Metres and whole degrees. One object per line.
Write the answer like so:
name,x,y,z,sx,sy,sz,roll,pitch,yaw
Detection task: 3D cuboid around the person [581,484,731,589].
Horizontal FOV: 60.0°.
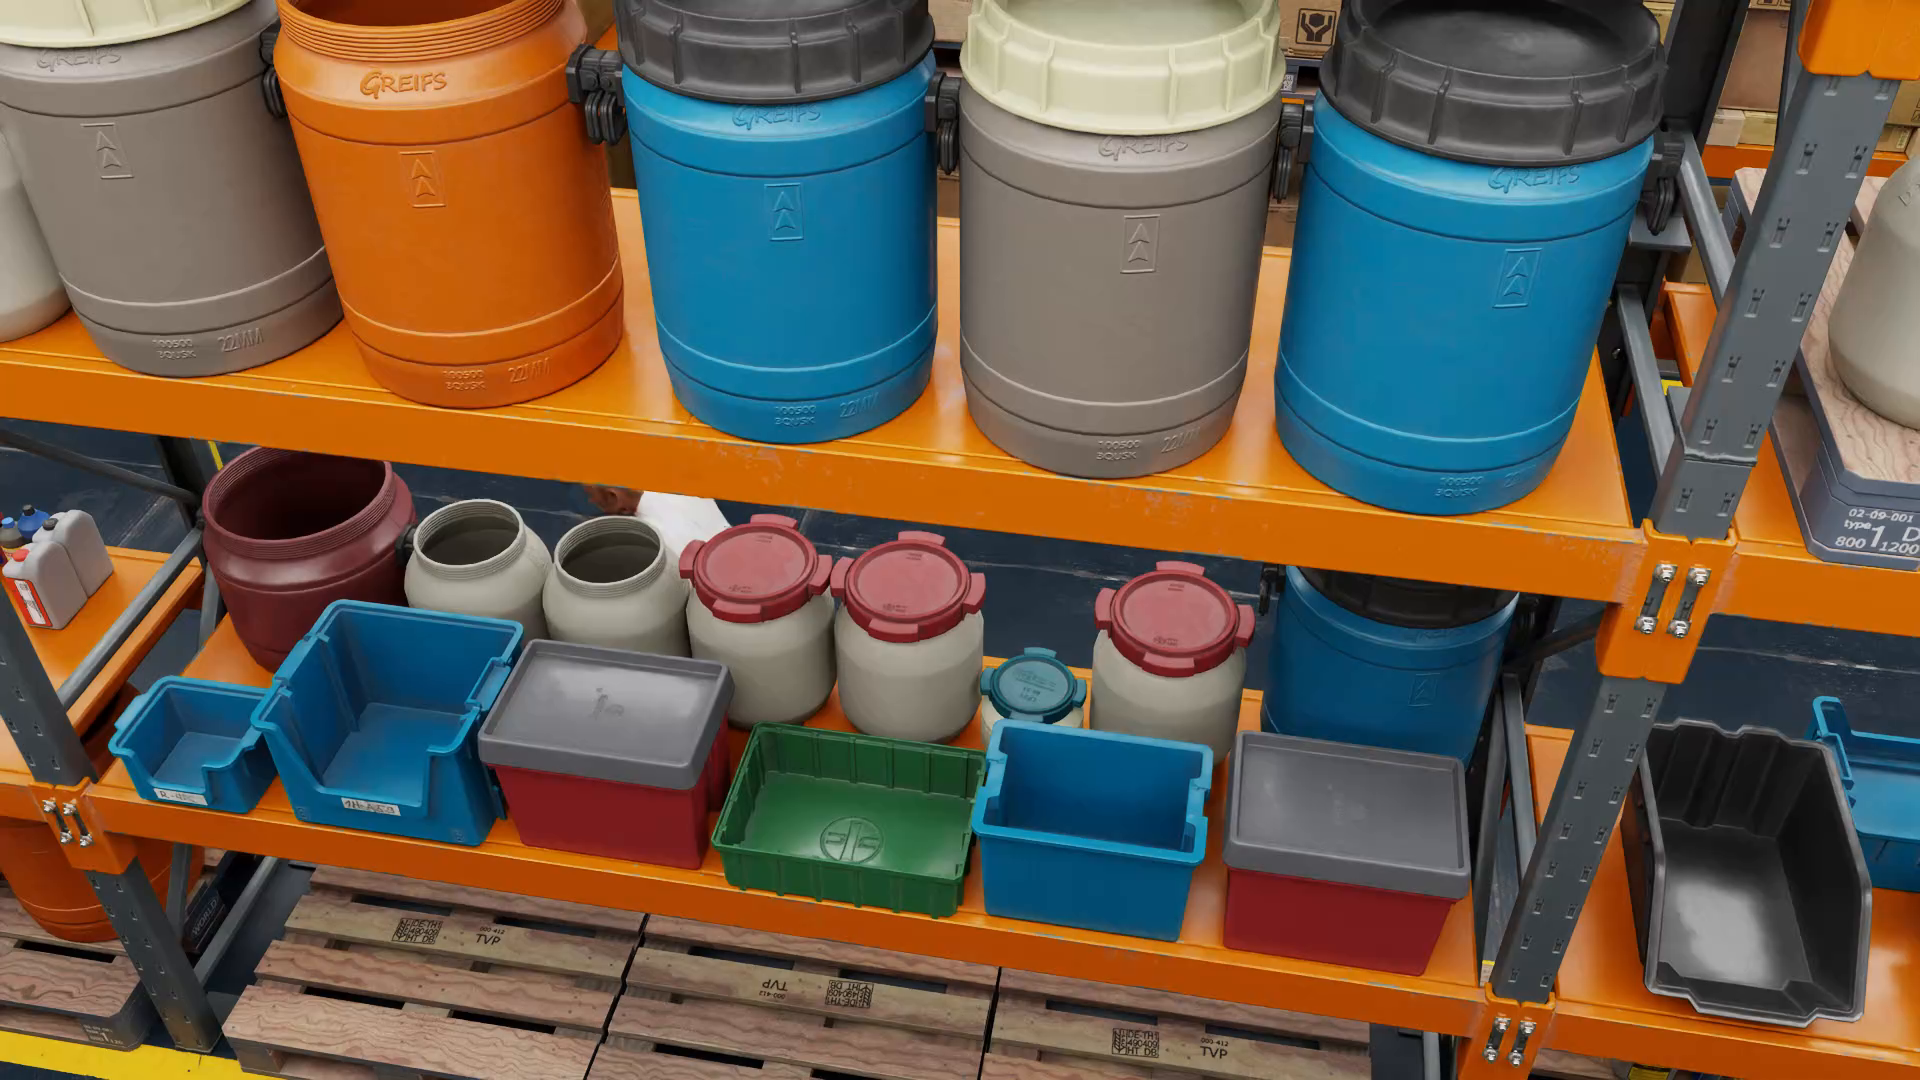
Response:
person,-0.913,0.355,5.827,0.631,1.679,0.540,6,40,7
